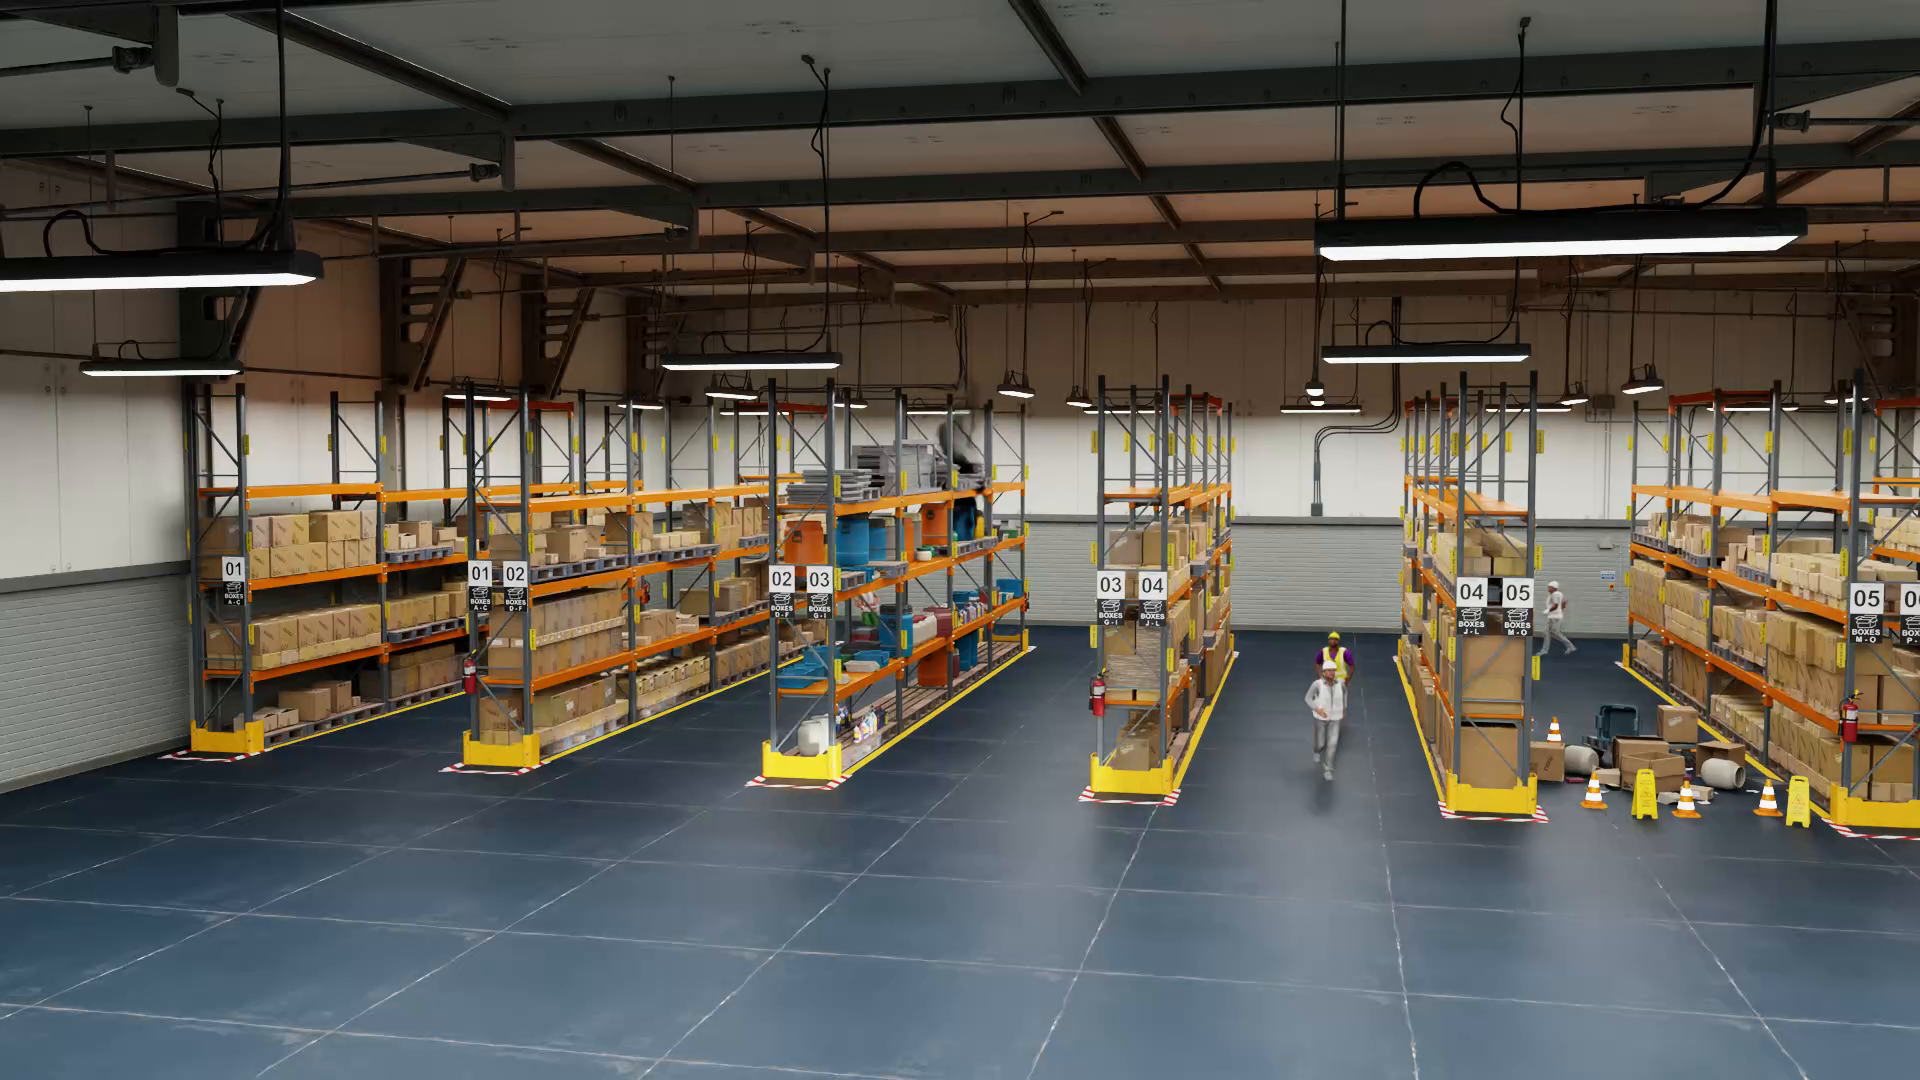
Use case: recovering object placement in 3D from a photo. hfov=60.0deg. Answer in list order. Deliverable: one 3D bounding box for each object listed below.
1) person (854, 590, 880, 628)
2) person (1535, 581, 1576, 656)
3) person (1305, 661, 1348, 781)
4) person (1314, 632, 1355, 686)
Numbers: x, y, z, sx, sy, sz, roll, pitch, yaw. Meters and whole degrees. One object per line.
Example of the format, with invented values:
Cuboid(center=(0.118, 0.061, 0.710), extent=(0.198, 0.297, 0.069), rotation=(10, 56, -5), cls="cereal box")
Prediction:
Cuboid(center=(-2.297, 1.781, 41.335), extent=(0.667, 1.716, 0.572), rotation=(-1, 3, -15), cls="person")
Cuboid(center=(14.019, 1.861, 39.119), extent=(0.934, 1.793, 0.679), rotation=(2, 4, 25), cls="person")
Cuboid(center=(5.557, 2.694, 25.170), extent=(0.683, 1.767, 0.925), rotation=(0, 3, -3), cls="person")
Cuboid(center=(6.597, 2.484, 29.306), extent=(0.698, 1.726, 0.866), rotation=(1, 3, 13), cls="person")
